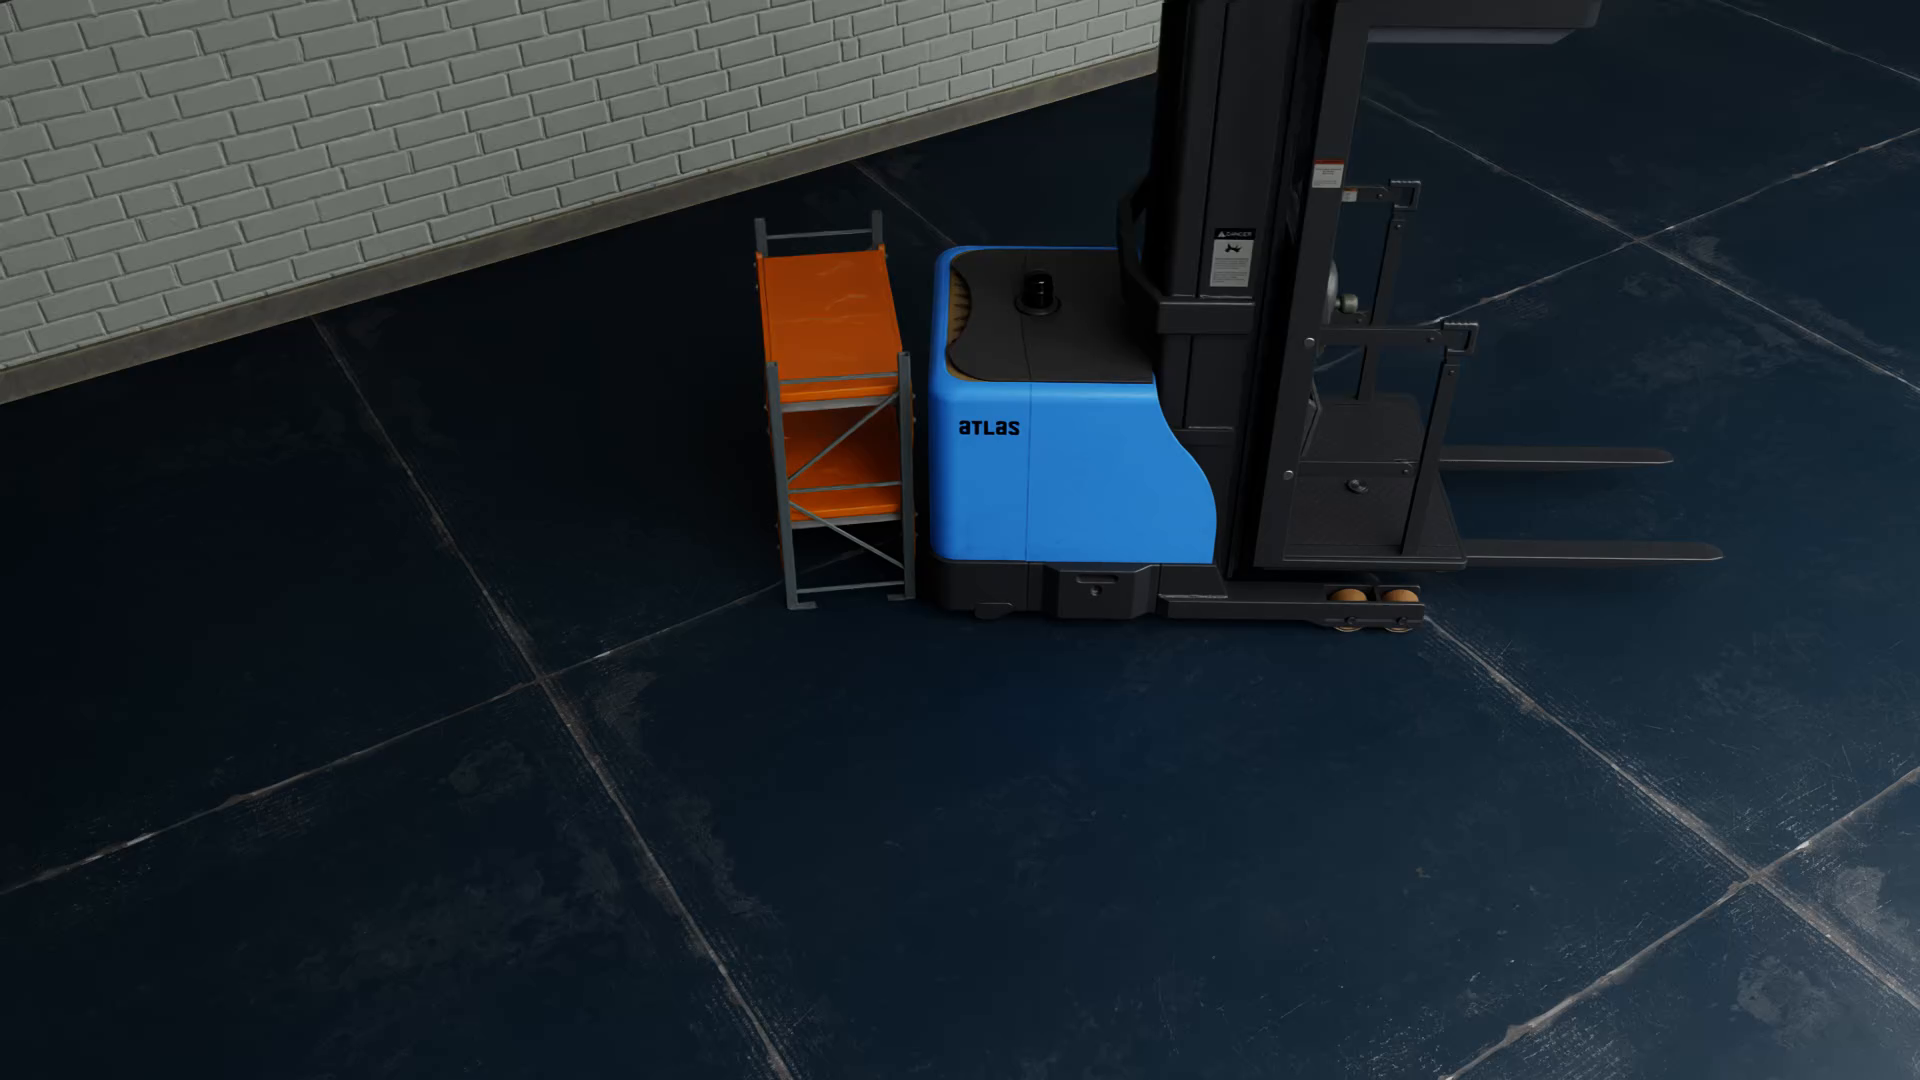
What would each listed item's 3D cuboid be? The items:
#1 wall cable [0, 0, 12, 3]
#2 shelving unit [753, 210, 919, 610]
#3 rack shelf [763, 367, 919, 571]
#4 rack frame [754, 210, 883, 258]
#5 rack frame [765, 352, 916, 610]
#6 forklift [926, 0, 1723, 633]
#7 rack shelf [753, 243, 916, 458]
[{"bbox_3d":[-4.812,-2.652,5.329,3.097,2.526,0.112,-22,45,-24],"label":"wall cable"},{"bbox_3d":[-0.489,-0.514,6.489,0.538,1.125,1.048,-5,40,-6],"label":"shelving unit"},{"bbox_3d":[-0.489,-0.327,6.645,0.538,0.278,1.000,-5,40,-6],"label":"rack shelf"},{"bbox_3d":[-0.556,-0.837,6.876,0.500,1.125,0.032,-5,40,-6],"label":"rack frame"},{"bbox_3d":[-0.421,-0.192,6.102,0.500,1.125,0.032,-5,40,-6],"label":"rack frame"},{"bbox_3d":[1.397,-1.121,5.805,3.031,2.935,1.130,1,40,1],"label":"forklift"},{"bbox_3d":[-0.489,-0.739,6.301,0.538,0.278,1.000,-5,40,-6],"label":"rack shelf"}]
